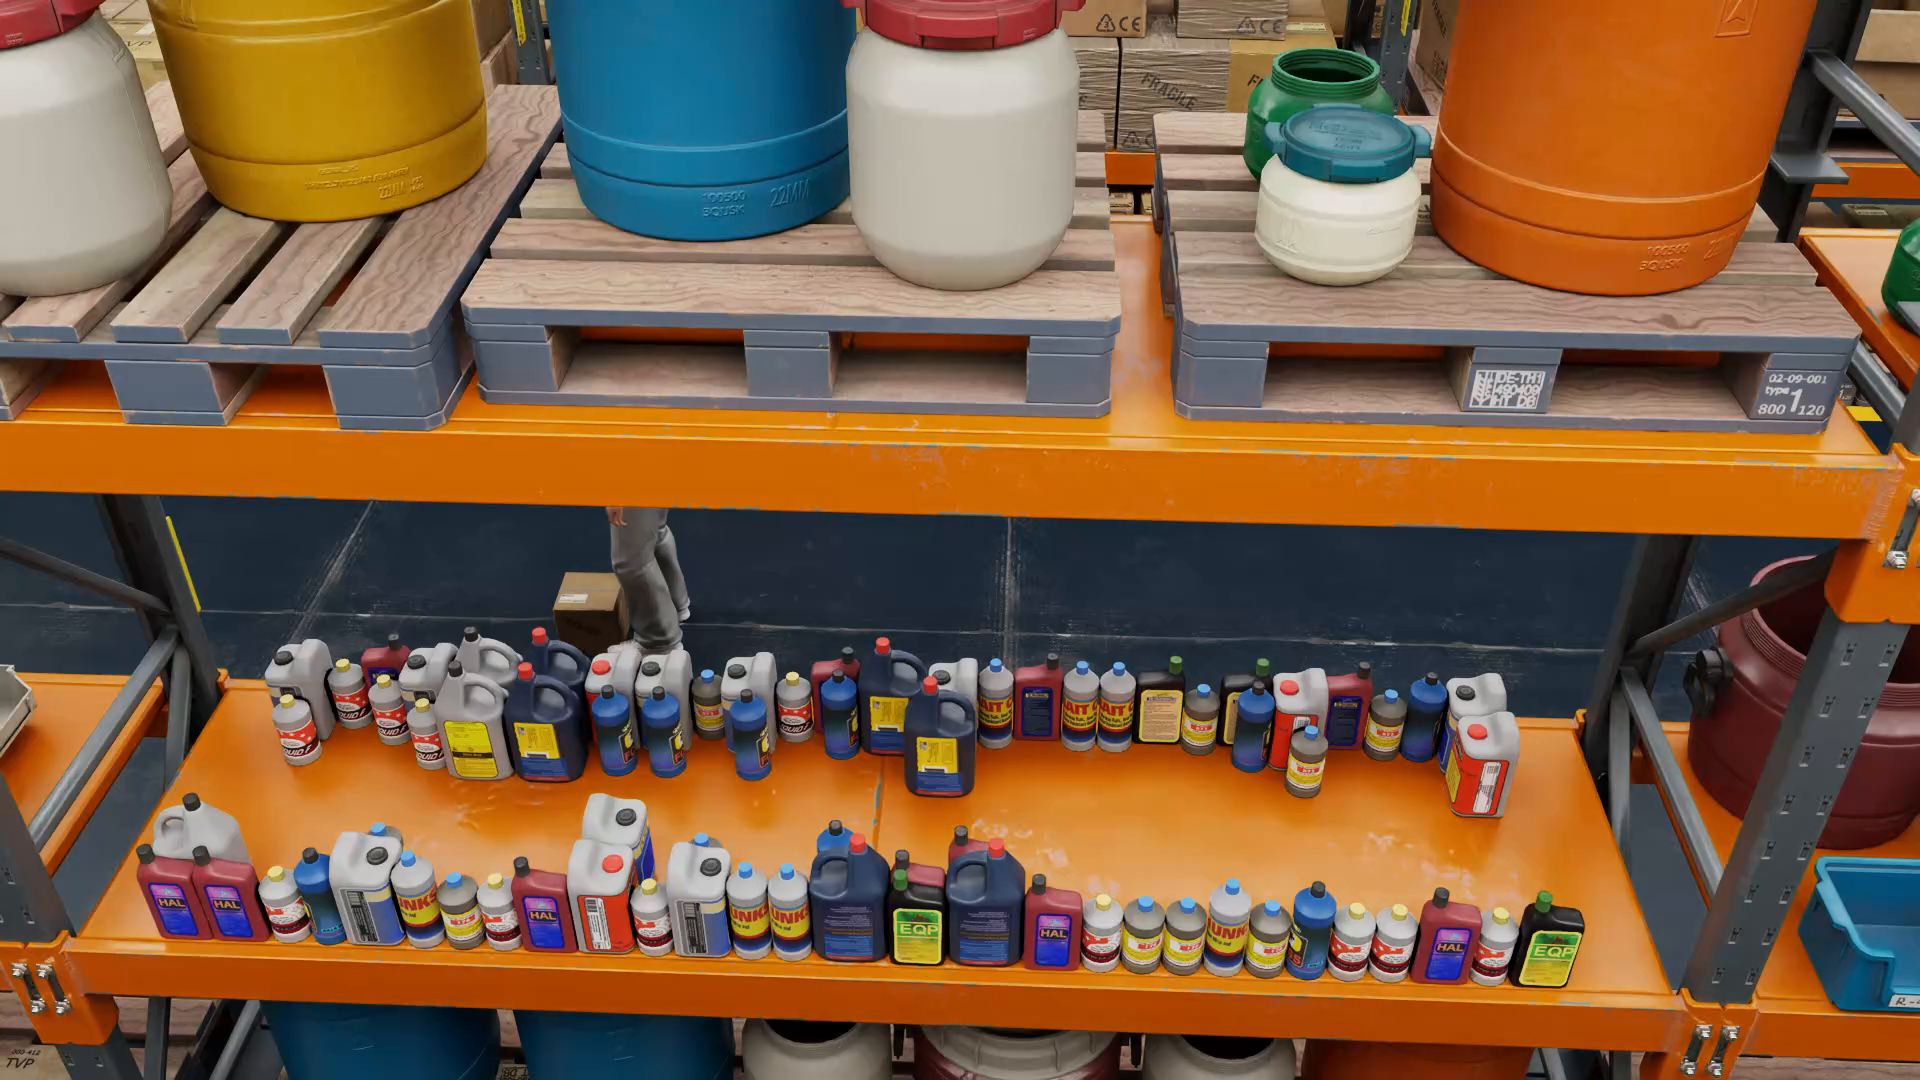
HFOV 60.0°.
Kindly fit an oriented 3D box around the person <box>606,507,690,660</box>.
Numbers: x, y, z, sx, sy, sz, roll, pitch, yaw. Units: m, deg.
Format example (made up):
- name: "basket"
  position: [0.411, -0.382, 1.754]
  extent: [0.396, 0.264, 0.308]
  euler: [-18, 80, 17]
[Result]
- name: "person"
  position: [-1.282, -0.265, 6.515]
  extent: [0.350, 1.672, 0.500]
  euler: [1, 36, 1]
